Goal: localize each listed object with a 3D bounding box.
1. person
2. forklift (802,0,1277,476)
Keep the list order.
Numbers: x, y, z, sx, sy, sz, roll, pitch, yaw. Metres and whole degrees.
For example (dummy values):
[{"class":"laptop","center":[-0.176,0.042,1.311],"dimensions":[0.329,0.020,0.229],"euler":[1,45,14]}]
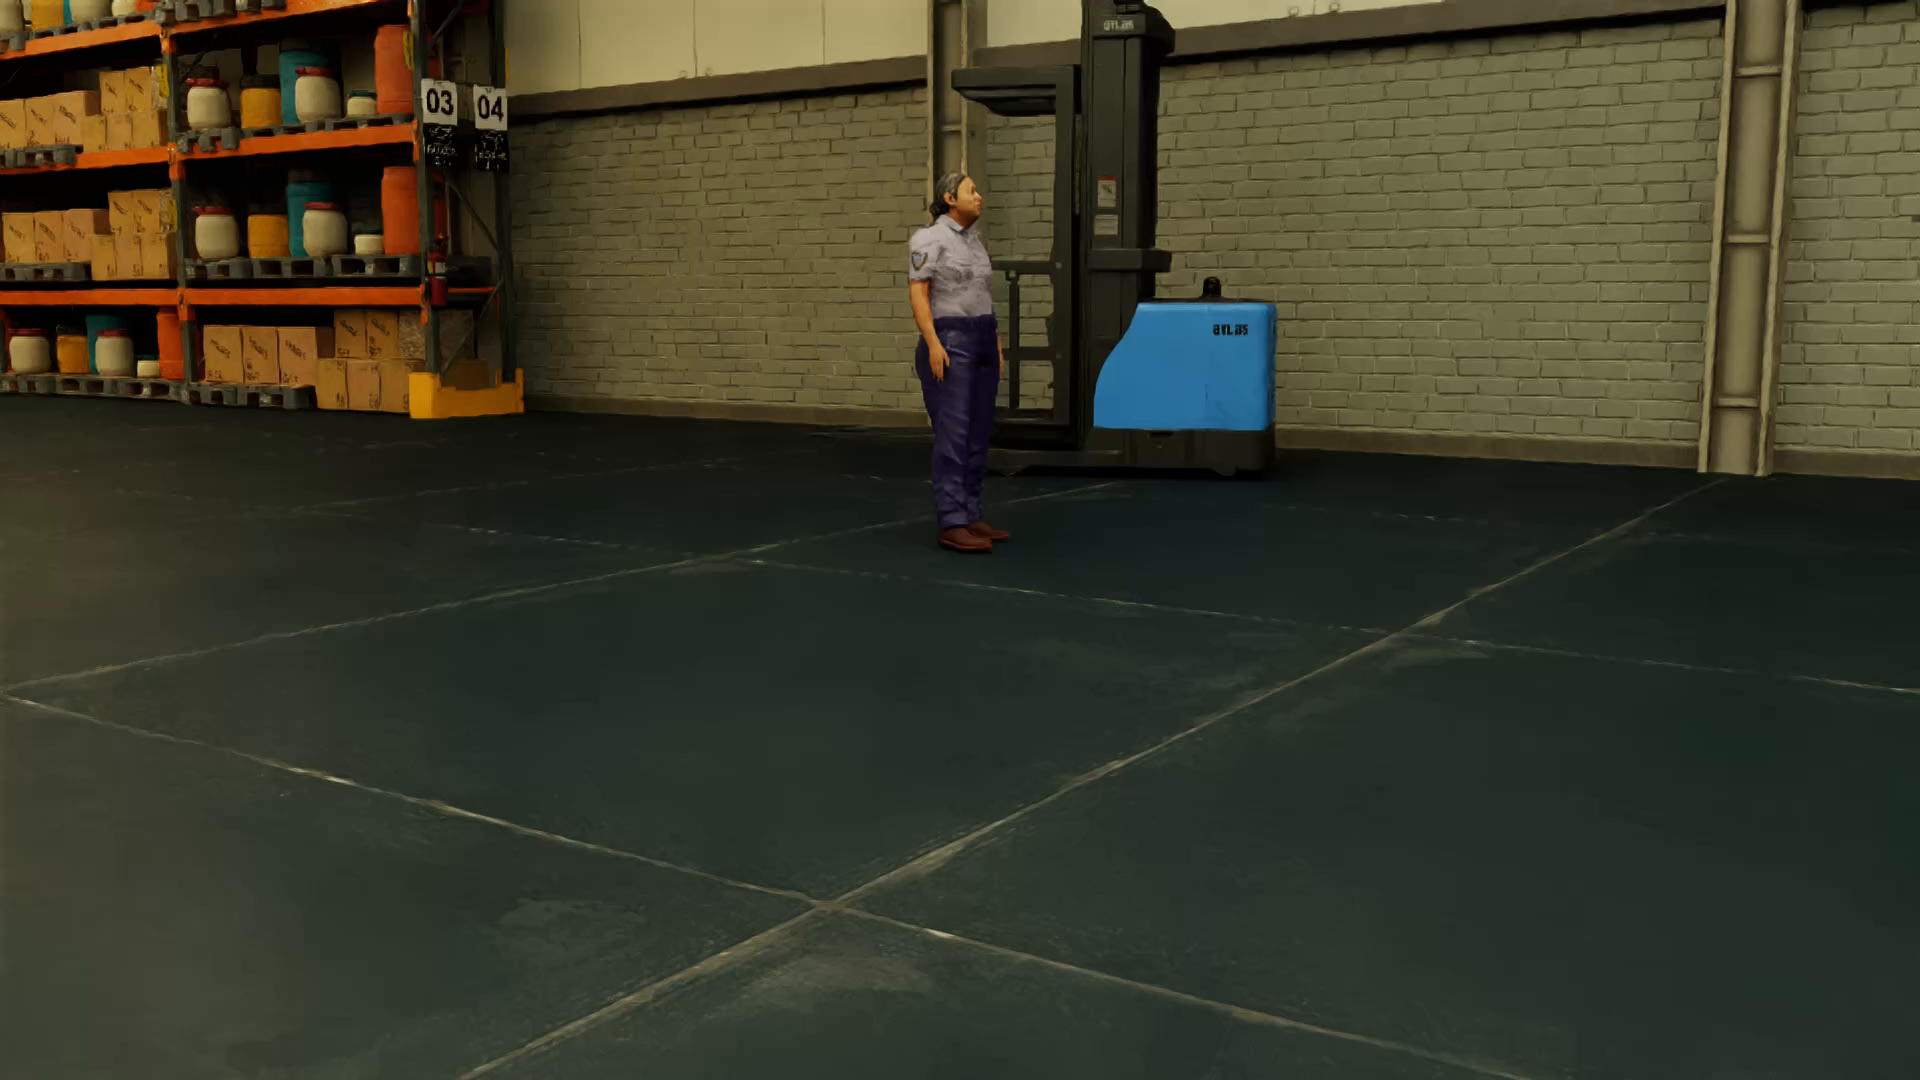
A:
[{"class":"person","center":[0.062,-0.809,7.419],"dimensions":[0.502,1.642,0.599],"euler":[5,10,34]},{"class":"forklift","center":[0.510,-1.926,10.734],"dimensions":[3.031,2.935,1.130],"euler":[2,8,14]}]
